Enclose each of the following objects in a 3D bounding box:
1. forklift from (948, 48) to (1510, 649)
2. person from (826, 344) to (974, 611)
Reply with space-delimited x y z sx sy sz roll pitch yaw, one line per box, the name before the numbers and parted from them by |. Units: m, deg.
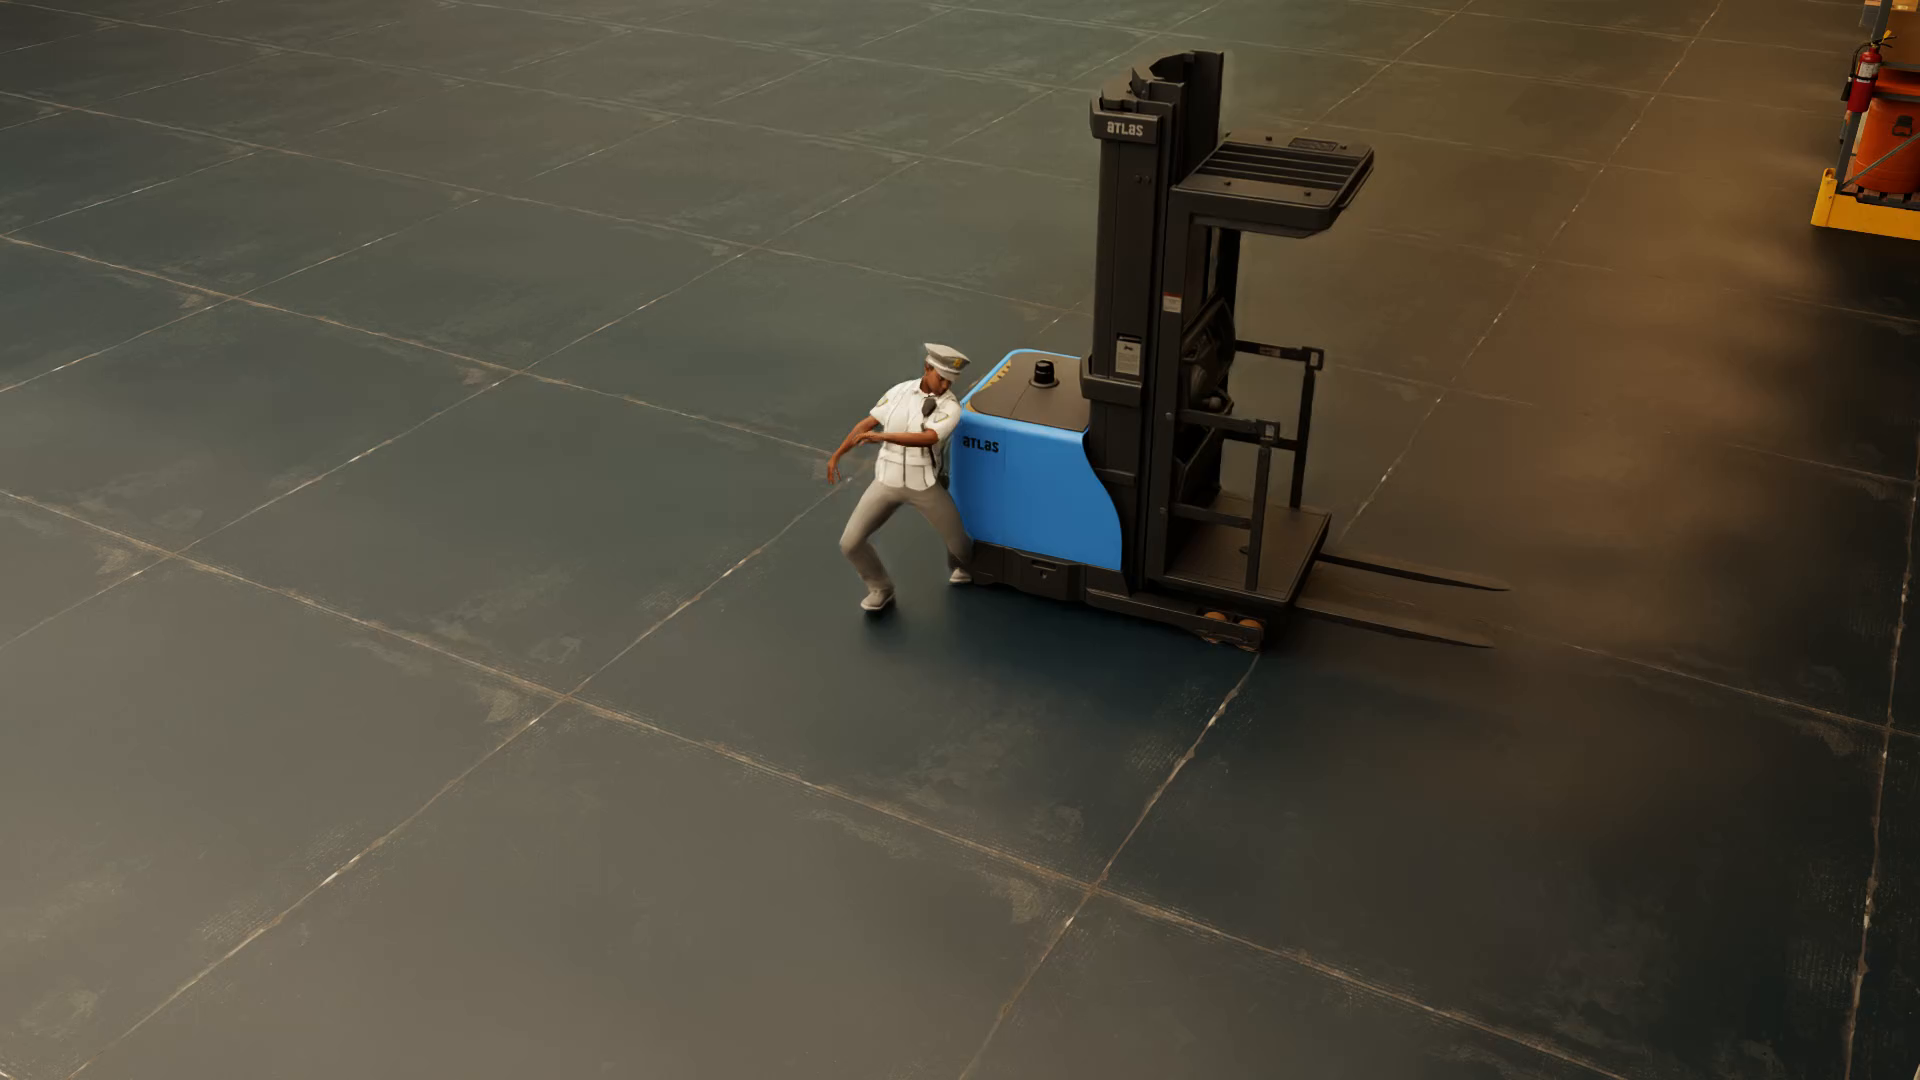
forklift | 1.496 -0.974 8.759 3.031 2.935 1.130 12 32 20
person | -0.329 -0.331 9.031 0.798 1.495 0.815 6 31 11
